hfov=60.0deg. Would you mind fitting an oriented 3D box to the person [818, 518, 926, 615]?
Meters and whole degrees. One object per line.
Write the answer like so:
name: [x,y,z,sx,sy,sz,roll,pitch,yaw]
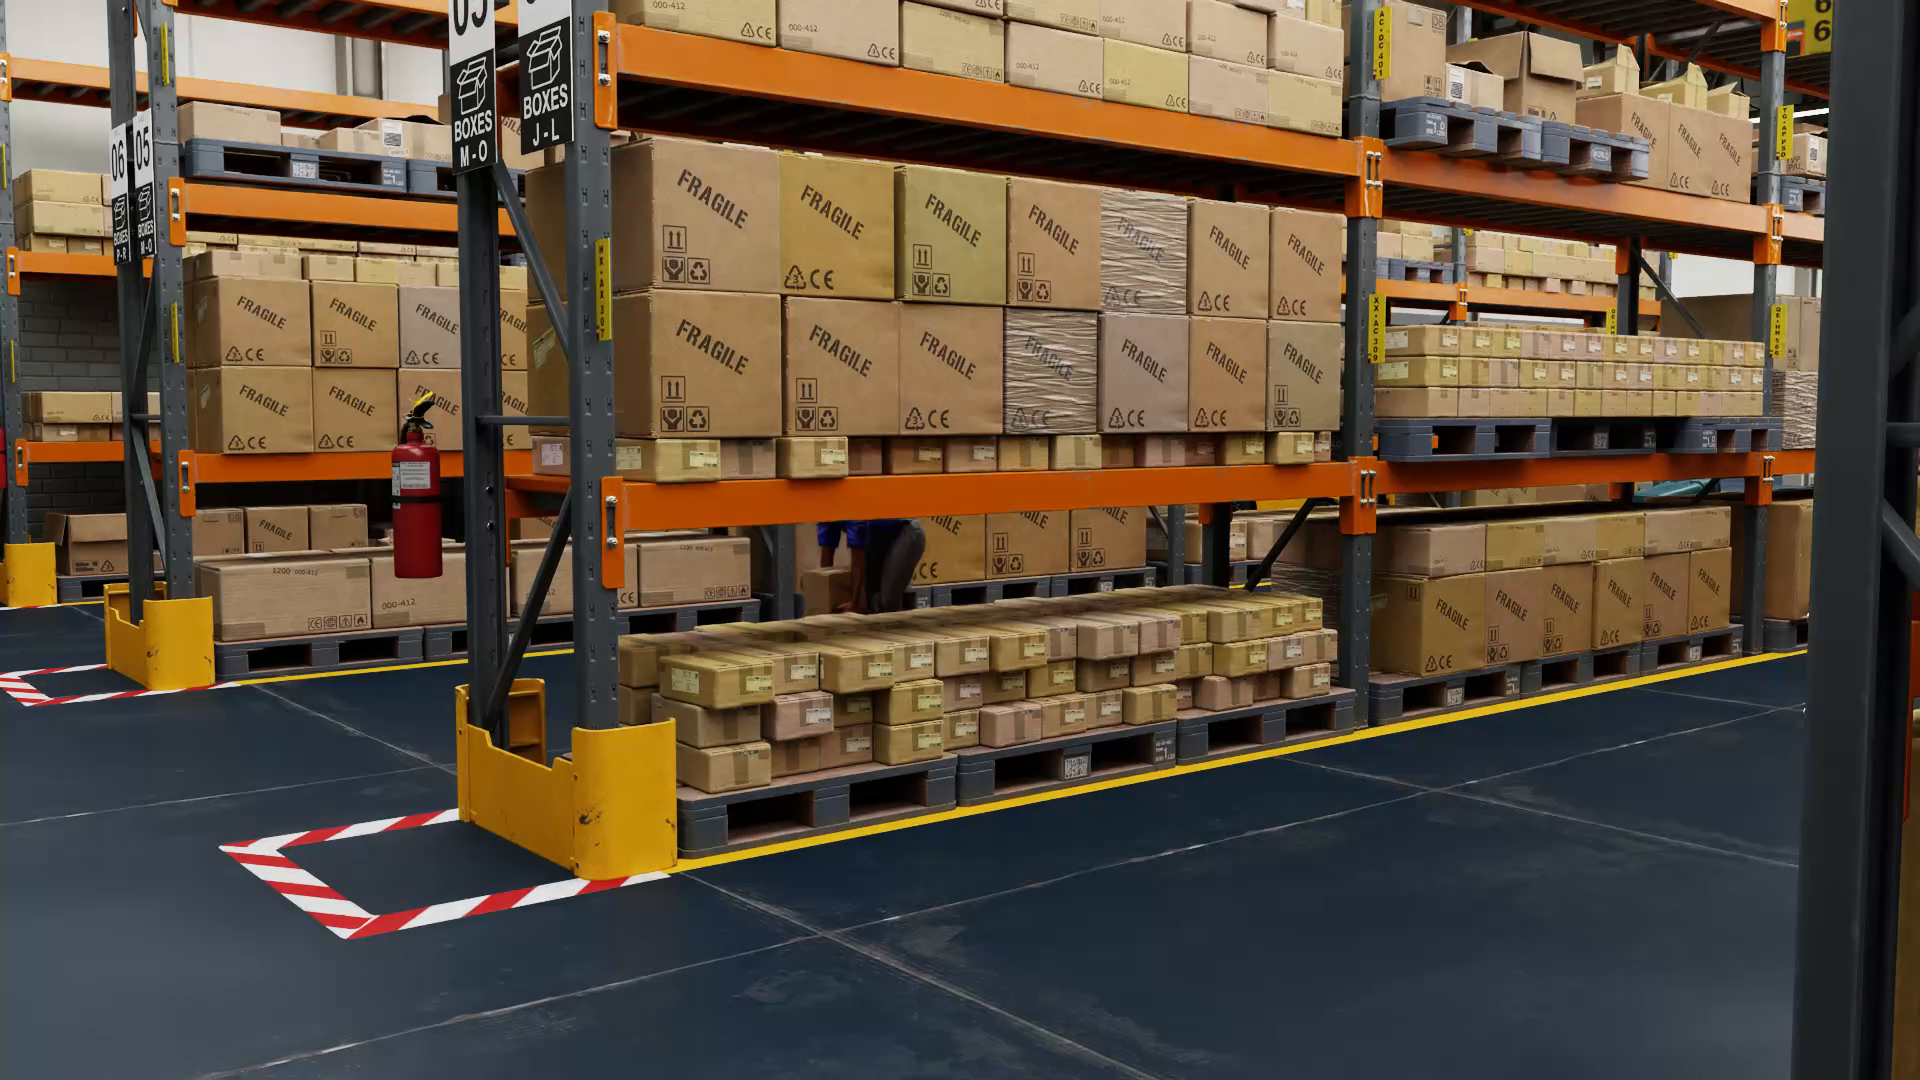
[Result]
person: [-0.577,0.223,9.412,0.844,1.201,0.413,-4,6,-40]
